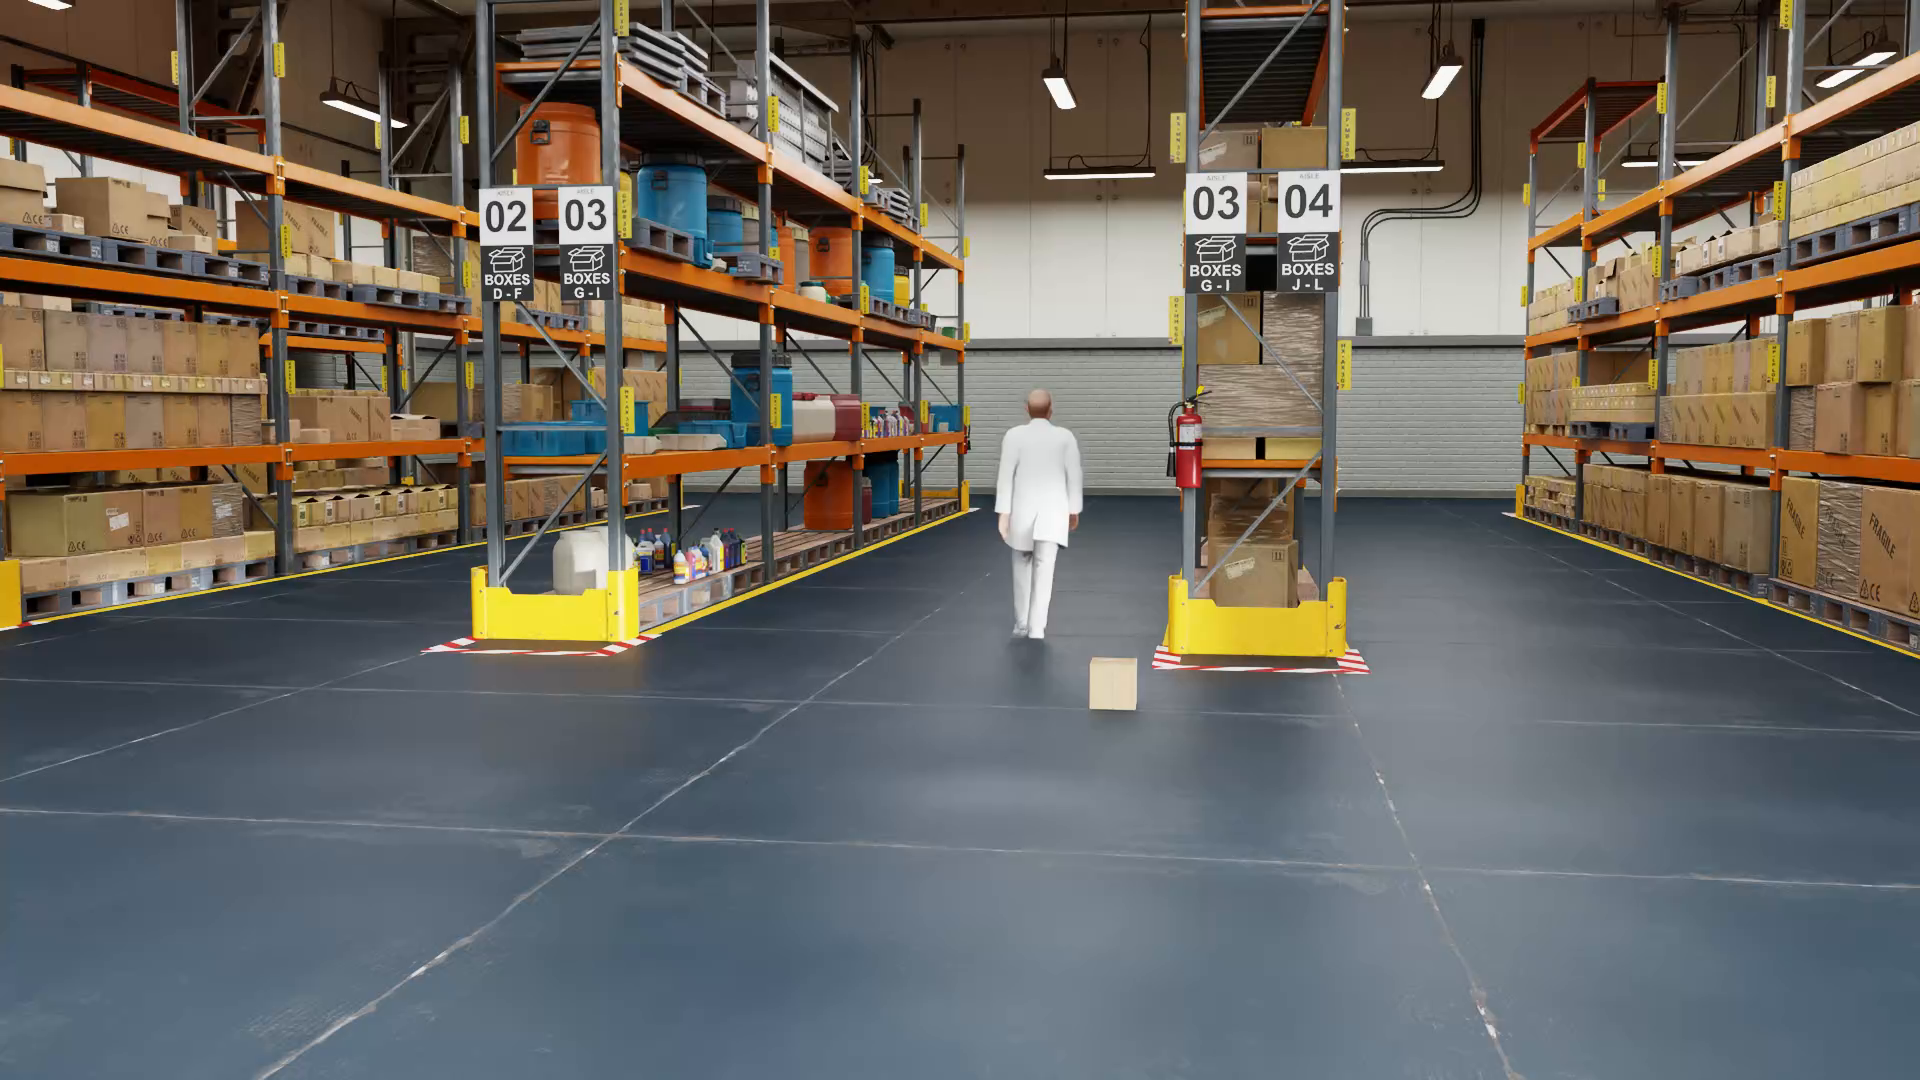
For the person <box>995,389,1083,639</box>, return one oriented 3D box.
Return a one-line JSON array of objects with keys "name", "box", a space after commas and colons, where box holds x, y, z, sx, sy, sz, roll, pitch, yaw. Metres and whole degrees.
[{"name": "person", "box": [0.568, -0.166, 11.854, 0.620, 1.806, 0.902, 0, 4, 5]}]
